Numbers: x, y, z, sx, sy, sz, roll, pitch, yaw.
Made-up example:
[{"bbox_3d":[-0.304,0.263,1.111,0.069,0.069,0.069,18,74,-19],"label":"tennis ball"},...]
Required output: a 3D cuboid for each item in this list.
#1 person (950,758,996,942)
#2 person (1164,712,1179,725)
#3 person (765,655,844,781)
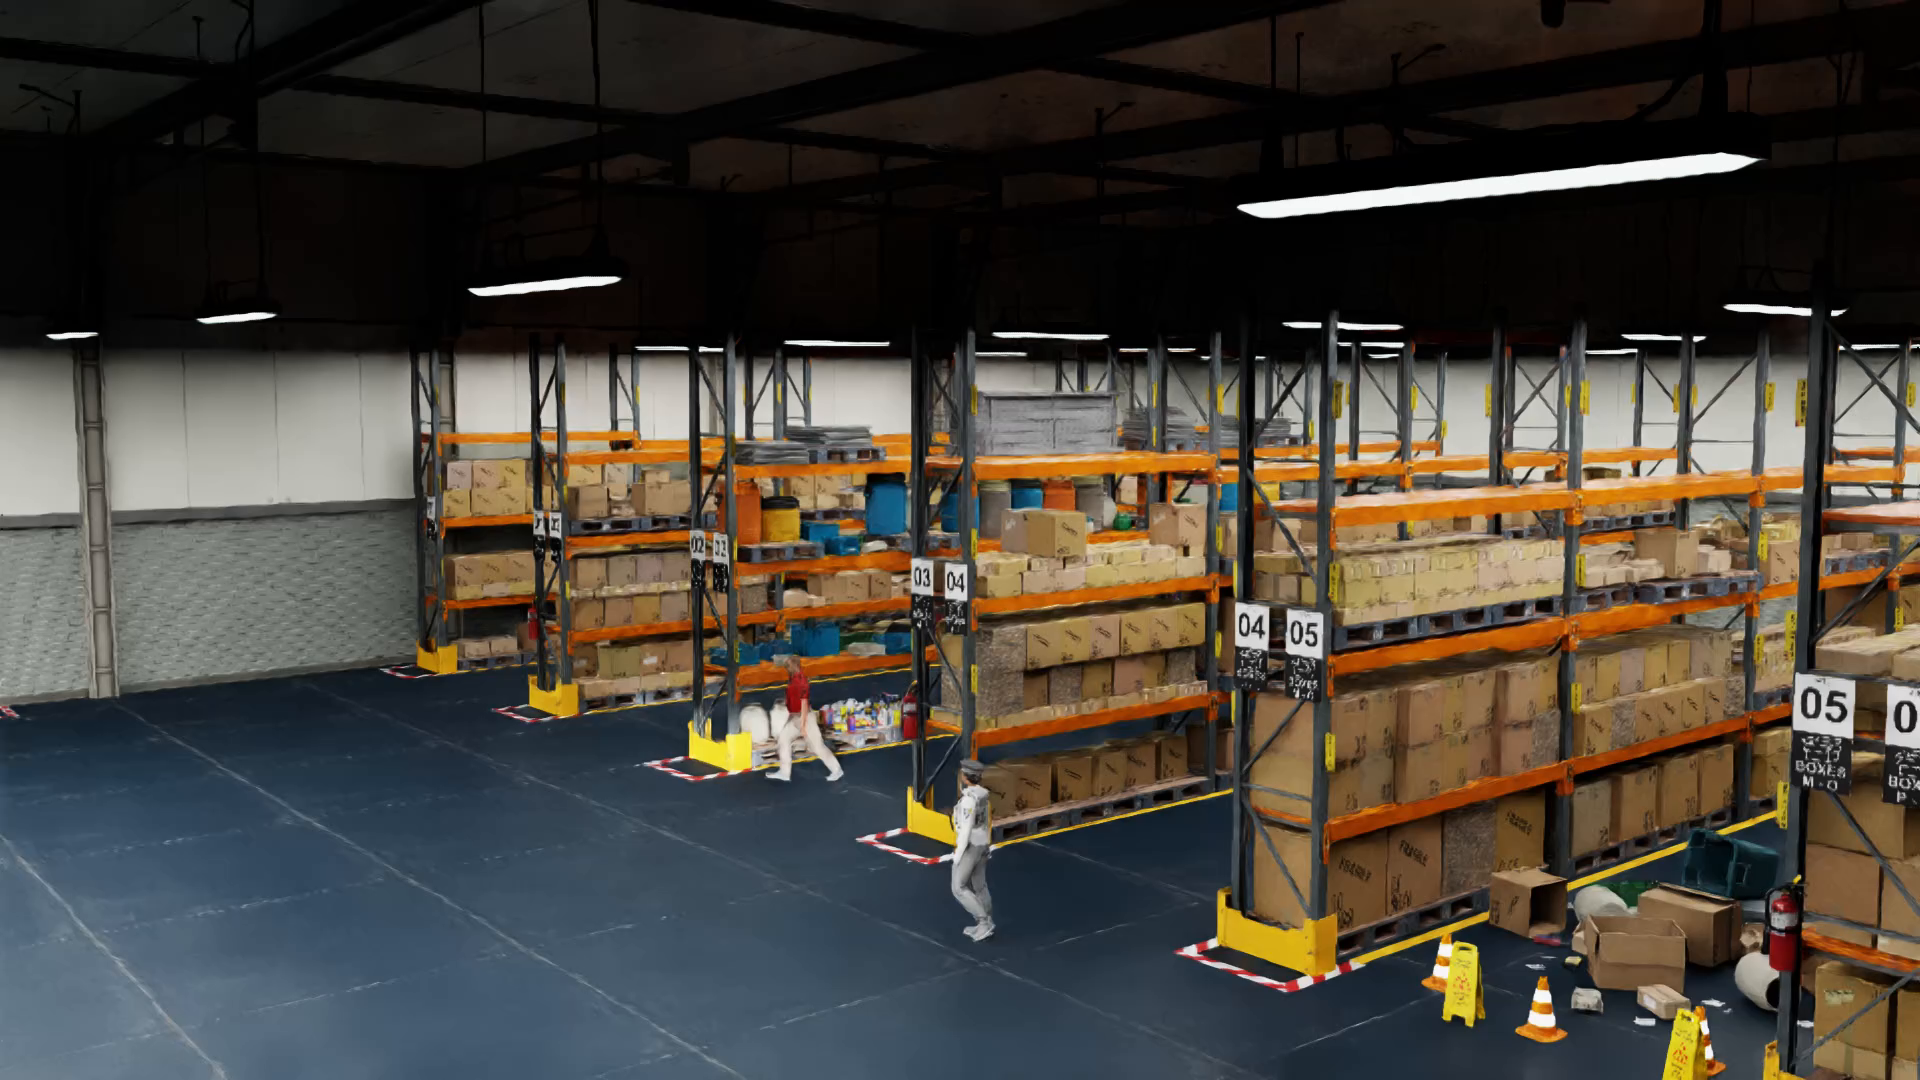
[{"bbox_3d":[0.147,2.895,15.517,0.459,1.659,0.638,2,6,19],"label":"person"},{"bbox_3d":[3.163,1.988,25.333,0.423,1.674,0.507,2,6,23],"label":"person"},{"bbox_3d":[-2.038,2.365,21.698,0.954,1.545,0.583,-2,6,-19],"label":"person"}]
